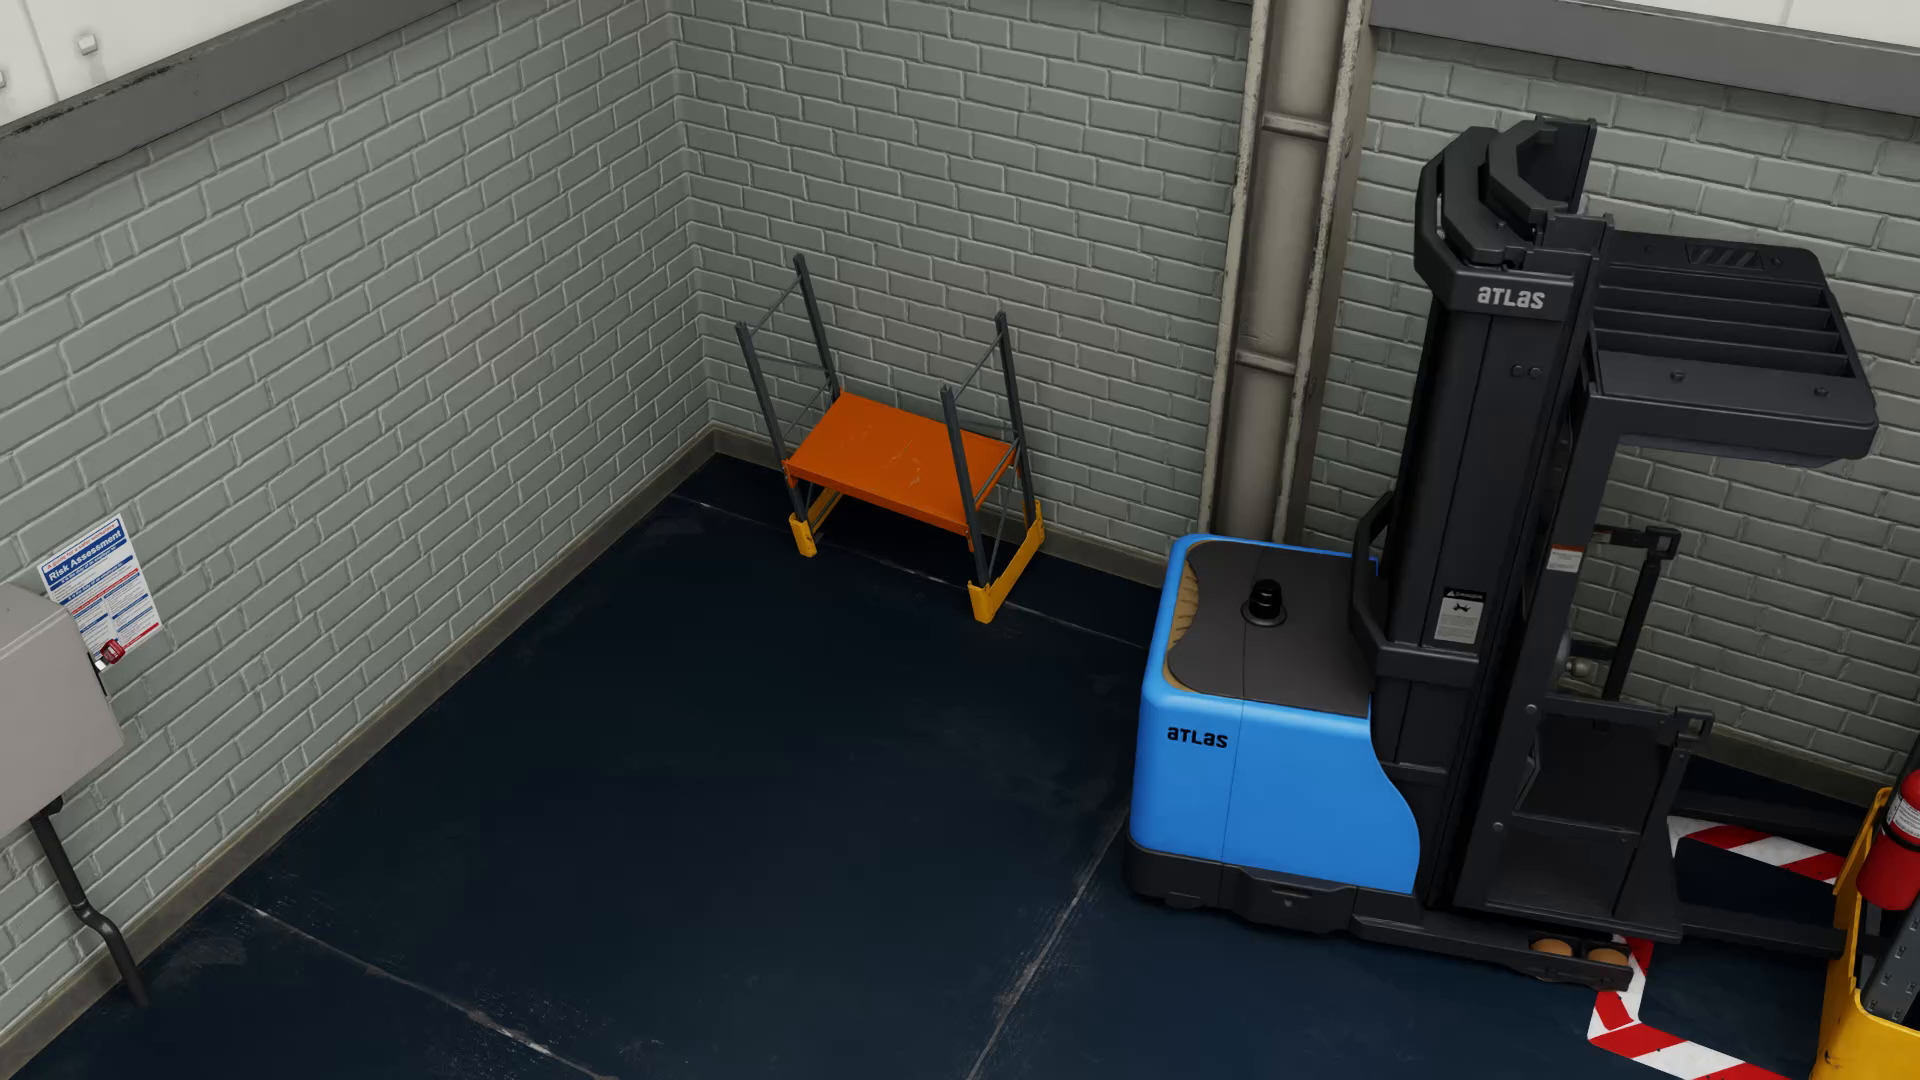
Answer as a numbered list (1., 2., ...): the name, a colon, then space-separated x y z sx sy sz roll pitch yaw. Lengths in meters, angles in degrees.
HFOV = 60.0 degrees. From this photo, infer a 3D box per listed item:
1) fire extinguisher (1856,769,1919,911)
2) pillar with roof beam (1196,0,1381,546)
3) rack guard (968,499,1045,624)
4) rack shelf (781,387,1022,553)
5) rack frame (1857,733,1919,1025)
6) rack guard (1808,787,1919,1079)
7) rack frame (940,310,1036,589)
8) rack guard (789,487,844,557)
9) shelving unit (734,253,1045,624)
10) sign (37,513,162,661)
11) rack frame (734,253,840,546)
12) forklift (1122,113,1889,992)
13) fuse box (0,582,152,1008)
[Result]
1. fire extinguisher: 2.920 0.842 5.052 0.183 0.674 0.296 17 41 21
2. pillar with roof beam: -0.696 -0.857 1.956 0.400 9.000 9.100 17 41 21
3. rack guard: 0.223 0.094 7.815 0.087 0.250 0.587 20 57 24
4. rack shelf: -0.258 -0.337 7.674 1.000 0.185 0.538 20 57 24
5. rack frame: 3.263 0.455 5.189 0.127 3.000 1.000 17 41 21
6. rack guard: 3.331 1.472 5.917 0.348 0.500 1.175 17 41 21
7. rack frame: 0.155 -0.295 7.330 0.032 1.500 0.500 20 57 24
8. rack guard: -0.634 -0.210 8.220 0.087 0.250 0.587 20 57 24
9. shelving unit: -0.290 -0.453 7.540 1.083 1.500 0.587 20 57 24
10. sign: -2.895 0.194 5.612 0.001 0.494 0.329 17 41 21
11. rack frame: -0.720 -0.606 7.743 0.032 1.500 0.500 20 57 24
12. forklift: 2.201 0.132 5.671 3.031 2.935 1.130 8 38 10
13. fuse box: -2.938 0.992 5.548 0.414 1.711 0.539 17 41 21
